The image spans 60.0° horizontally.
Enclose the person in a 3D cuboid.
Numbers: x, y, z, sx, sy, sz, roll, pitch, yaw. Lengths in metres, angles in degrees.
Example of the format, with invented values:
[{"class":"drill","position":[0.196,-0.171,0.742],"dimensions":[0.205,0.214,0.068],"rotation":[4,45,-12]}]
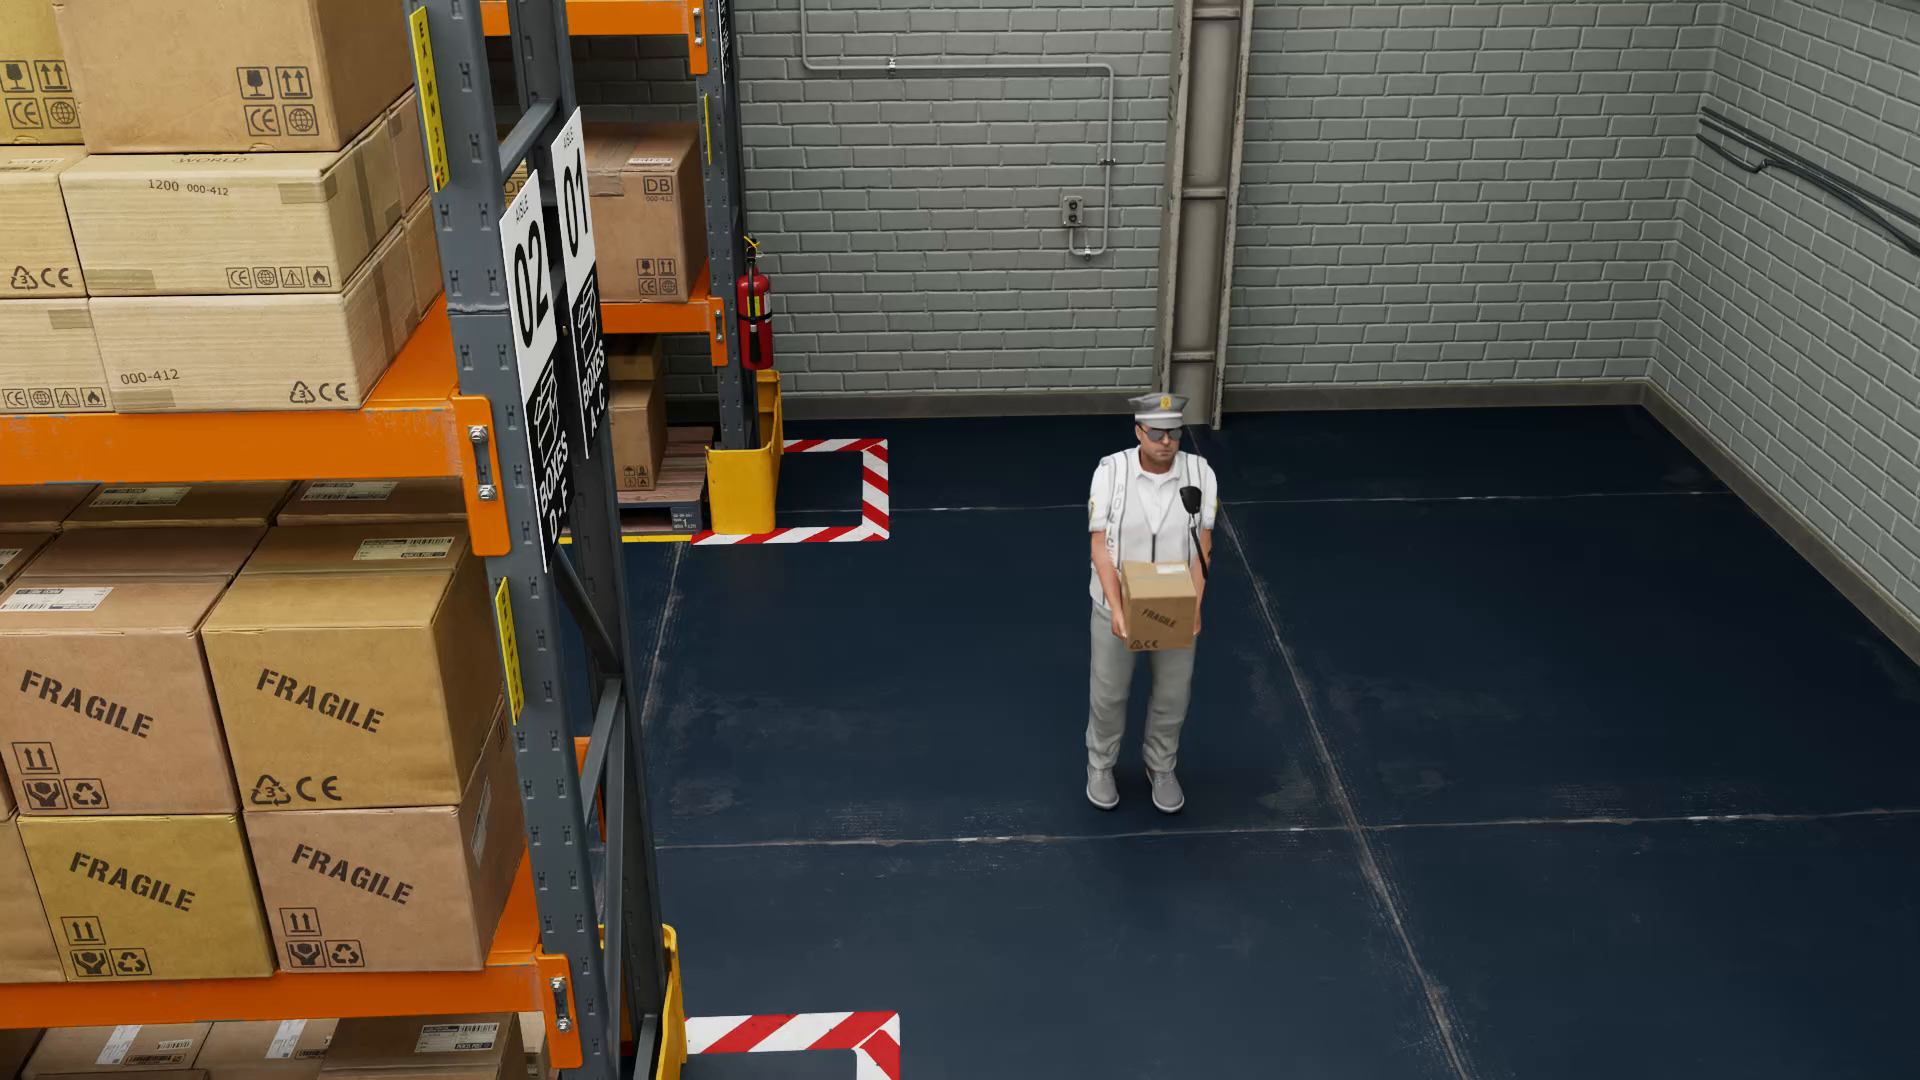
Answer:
[{"class":"person","position":[0.756,0.269,6.566],"dimensions":[0.504,1.772,0.562],"rotation":[-1,27,-3]}]
